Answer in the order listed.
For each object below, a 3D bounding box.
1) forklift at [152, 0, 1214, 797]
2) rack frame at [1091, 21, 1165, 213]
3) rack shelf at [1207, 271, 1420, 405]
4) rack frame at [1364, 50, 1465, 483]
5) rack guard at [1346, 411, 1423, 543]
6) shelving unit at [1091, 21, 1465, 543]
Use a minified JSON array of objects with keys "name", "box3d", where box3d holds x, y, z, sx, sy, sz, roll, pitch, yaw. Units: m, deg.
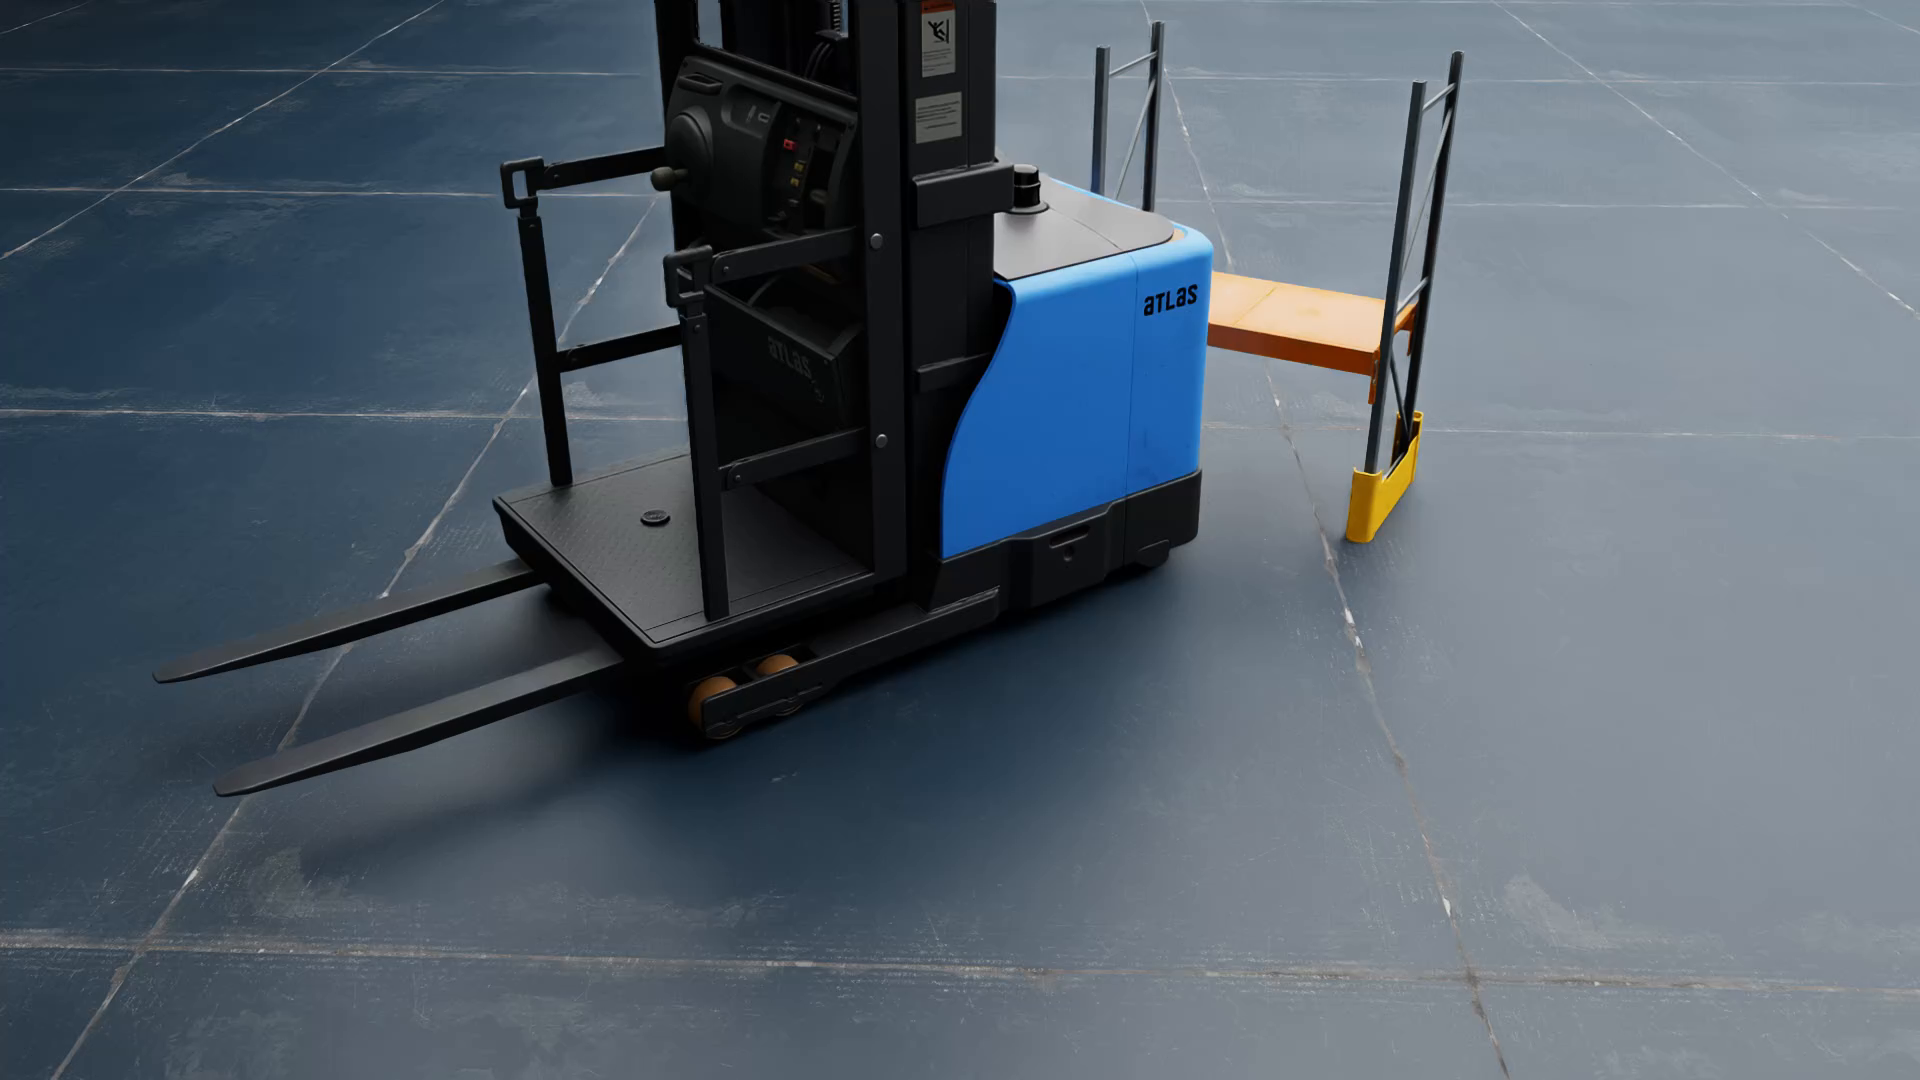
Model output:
[{"name":"forklift","box3d":[-0.716,-1.035,4.361,3.031,2.935,1.130,-19,33,-31]},{"name":"rack frame","box3d":[0.567,-1.007,5.836,0.032,1.500,0.500,14,31,25]},{"name":"rack shelf","box3d":[1.013,-0.734,5.704,1.000,0.185,0.538,14,31,25]},{"name":"rack frame","box3d":[1.459,-0.778,5.404,0.032,1.500,0.500,14,31,25]},{"name":"rack guard","box3d":[1.457,-0.226,5.698,0.087,0.250,0.587,14,31,25]},{"name":"shelving unit","box3d":[1.021,-0.890,5.616,1.083,1.500,0.587,14,31,25]}]
